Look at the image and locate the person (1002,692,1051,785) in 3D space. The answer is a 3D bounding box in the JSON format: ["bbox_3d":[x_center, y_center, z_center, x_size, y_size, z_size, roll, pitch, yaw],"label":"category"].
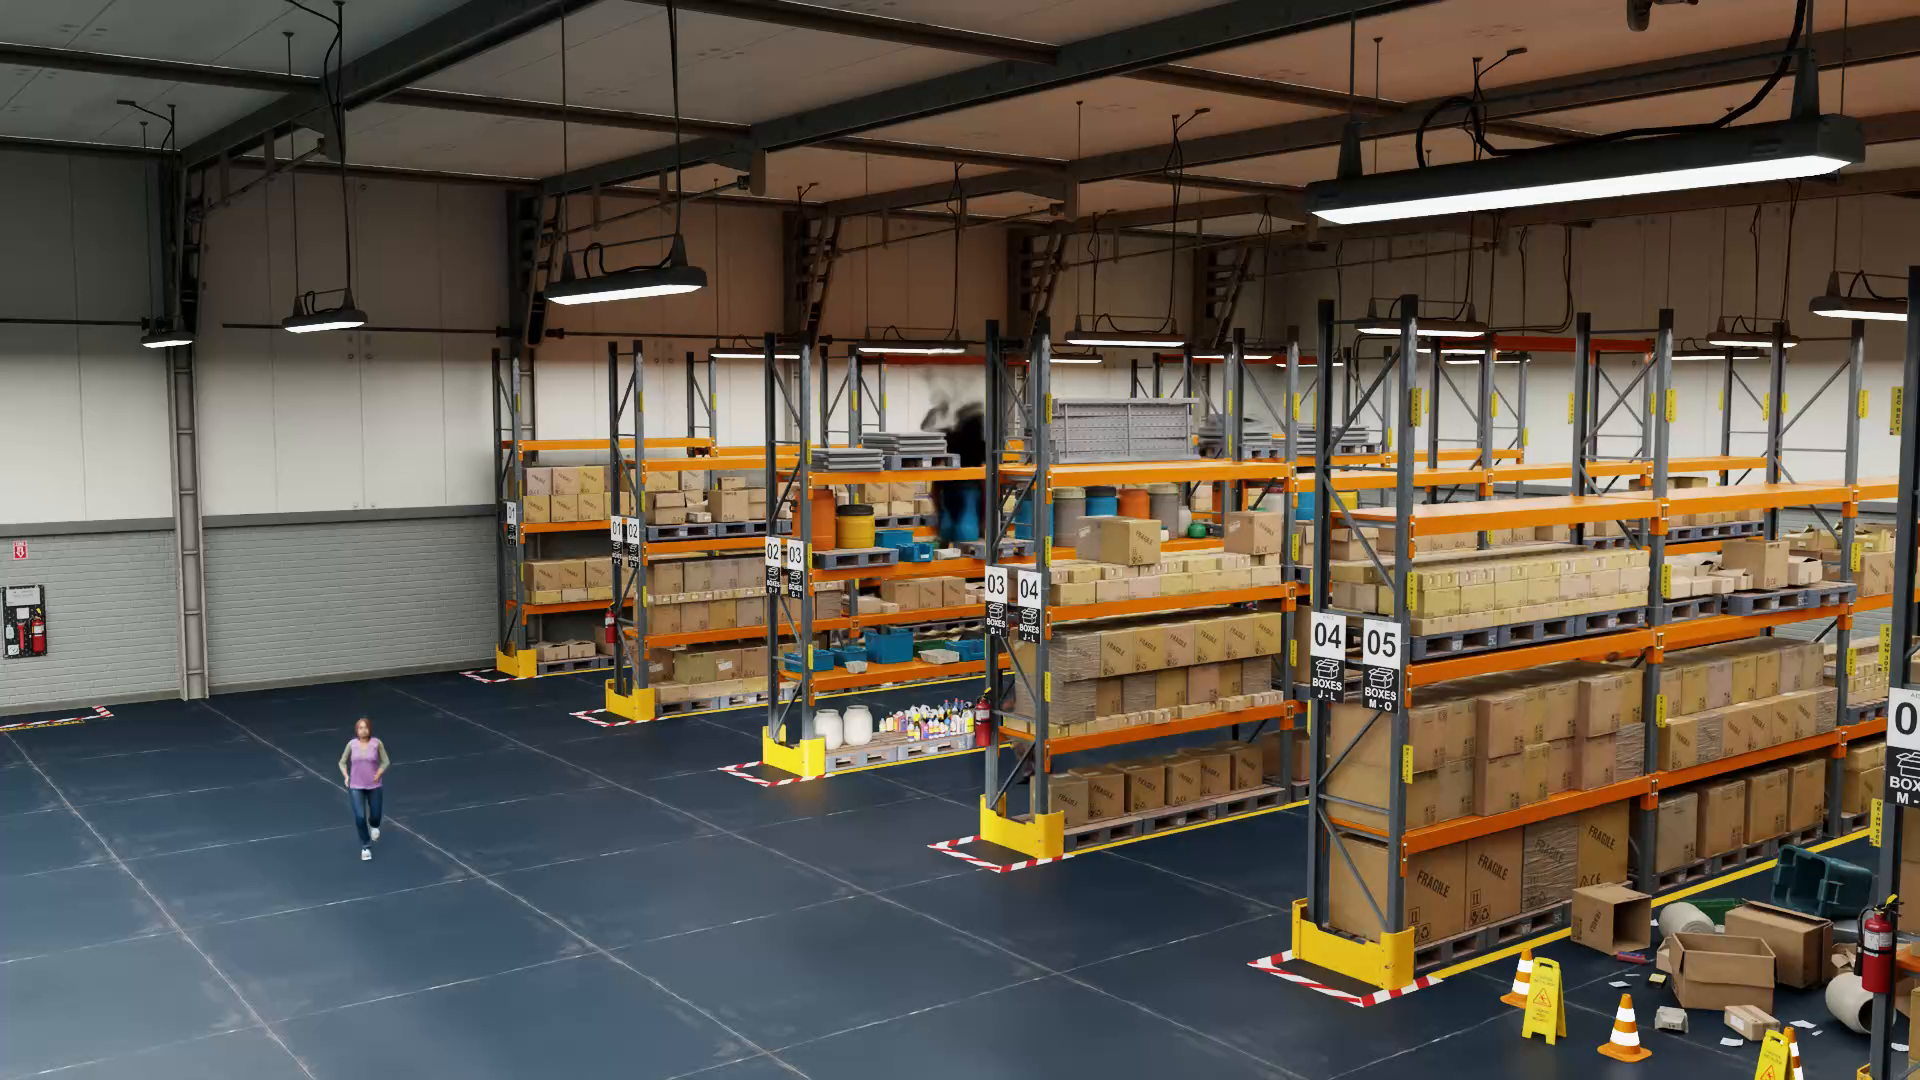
[{"bbox_3d":[0.852,2.218,20.740,0.561,1.693,0.656,-4,7,-40],"label":"person"}]

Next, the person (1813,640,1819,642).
[{"bbox_3d":[12.004,2.264,23.378,0.652,1.735,0.711,-4,7,-41],"label":"person"}]

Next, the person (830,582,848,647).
[{"bbox_3d":[-2.330,1.581,31.546,0.545,1.624,0.565,-5,7,-43],"label":"person"}]

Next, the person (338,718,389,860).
[{"bbox_3d":[-6.661,2.801,18.607,0.540,1.462,0.637,-2,5,-18],"label":"person"}]

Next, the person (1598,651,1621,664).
[{"bbox_3d":[8.847,2.297,22.690,0.669,1.823,0.751,5,7,44],"label":"person"}]
